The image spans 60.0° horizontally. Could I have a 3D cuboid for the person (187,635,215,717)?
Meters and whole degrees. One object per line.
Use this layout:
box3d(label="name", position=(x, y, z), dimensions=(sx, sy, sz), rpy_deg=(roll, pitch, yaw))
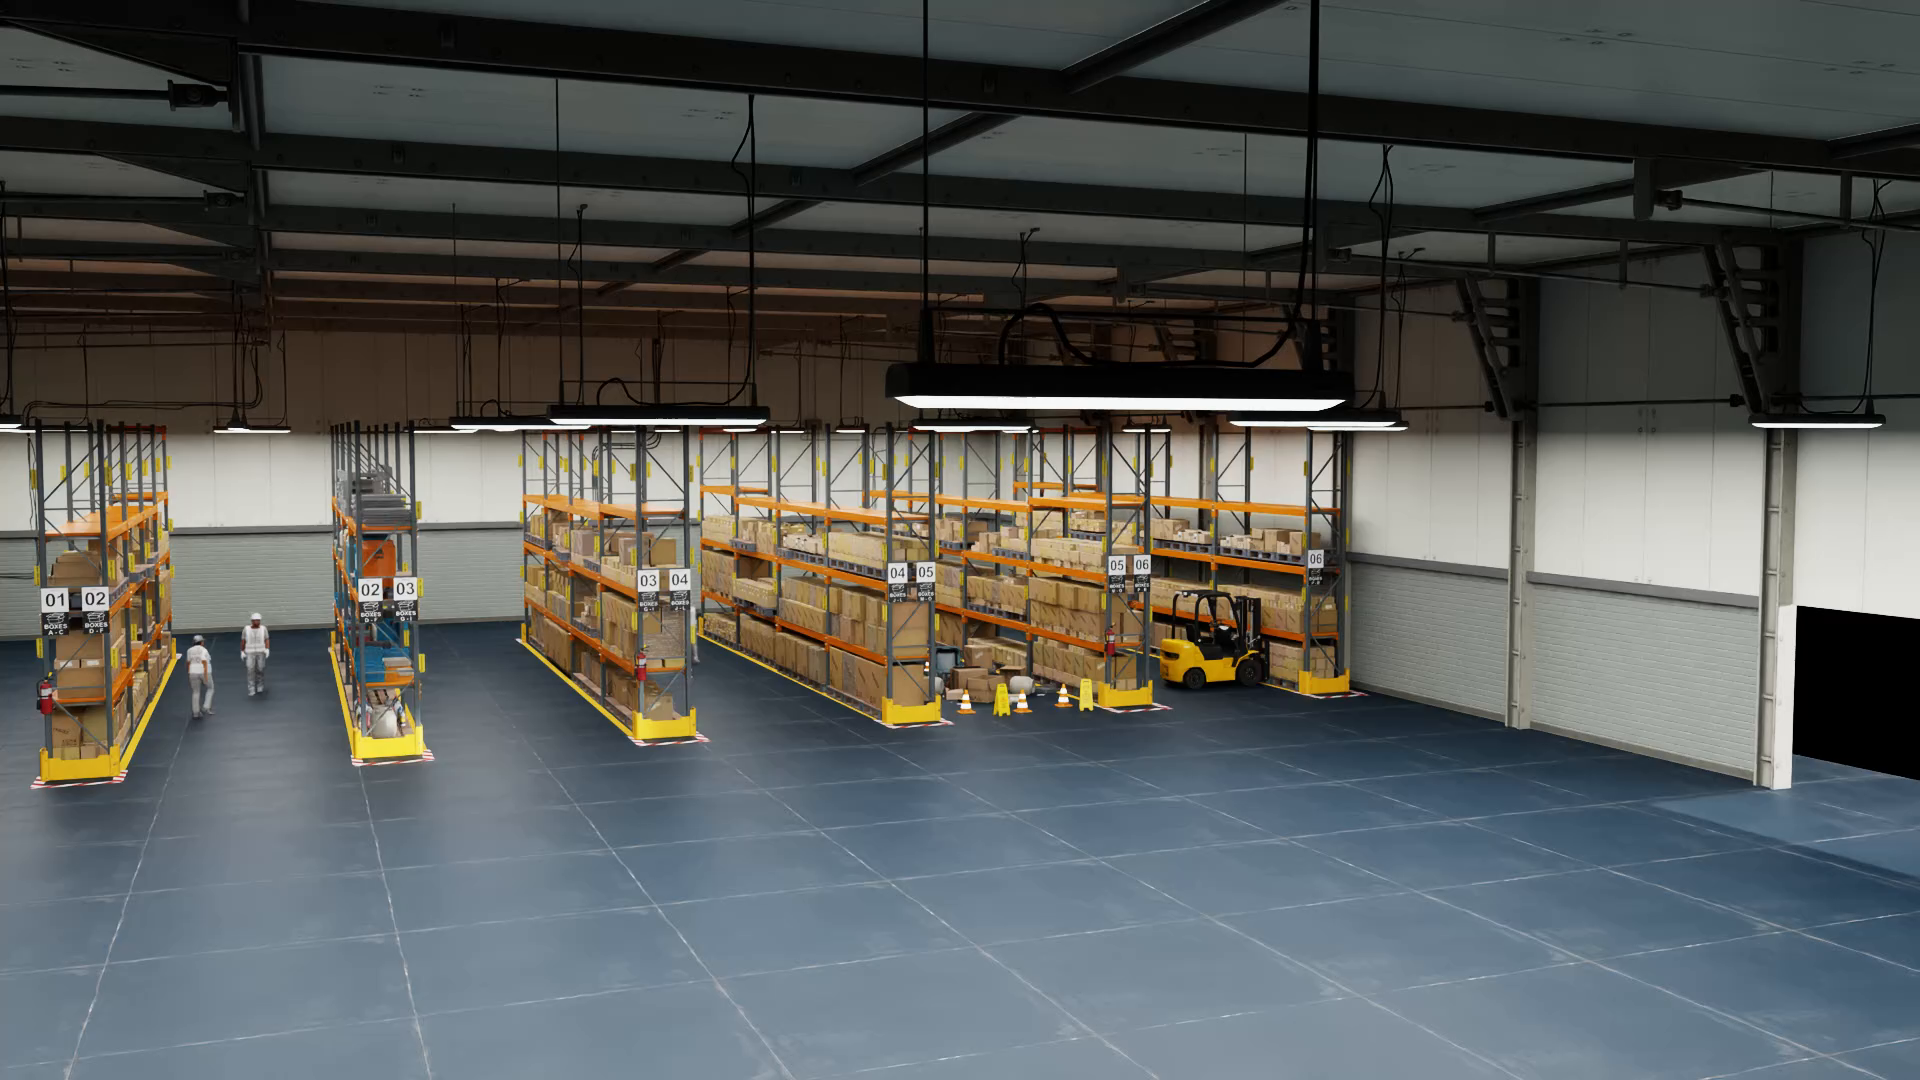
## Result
box3d(label="person", position=(-15.528, 2.778, 33.953), dimensions=(0.509, 1.670, 0.540), rpy_deg=(-1, 4, -8))

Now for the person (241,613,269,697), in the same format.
box3d(label="person", position=(-15.629, 2.536, 36.915), dimensions=(0.587, 1.786, 0.730), rpy_deg=(-2, 4, -29))

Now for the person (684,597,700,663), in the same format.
box3d(label="person", position=(-6.873, 2.236, 41.968), dimensions=(0.503, 1.720, 1.084), rpy_deg=(-2, 4, -25))

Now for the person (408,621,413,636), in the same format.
box3d(label="person", position=(-15.566, 1.971, 46.754), dimensions=(0.490, 1.632, 0.872), rpy_deg=(-2, 4, -25))
